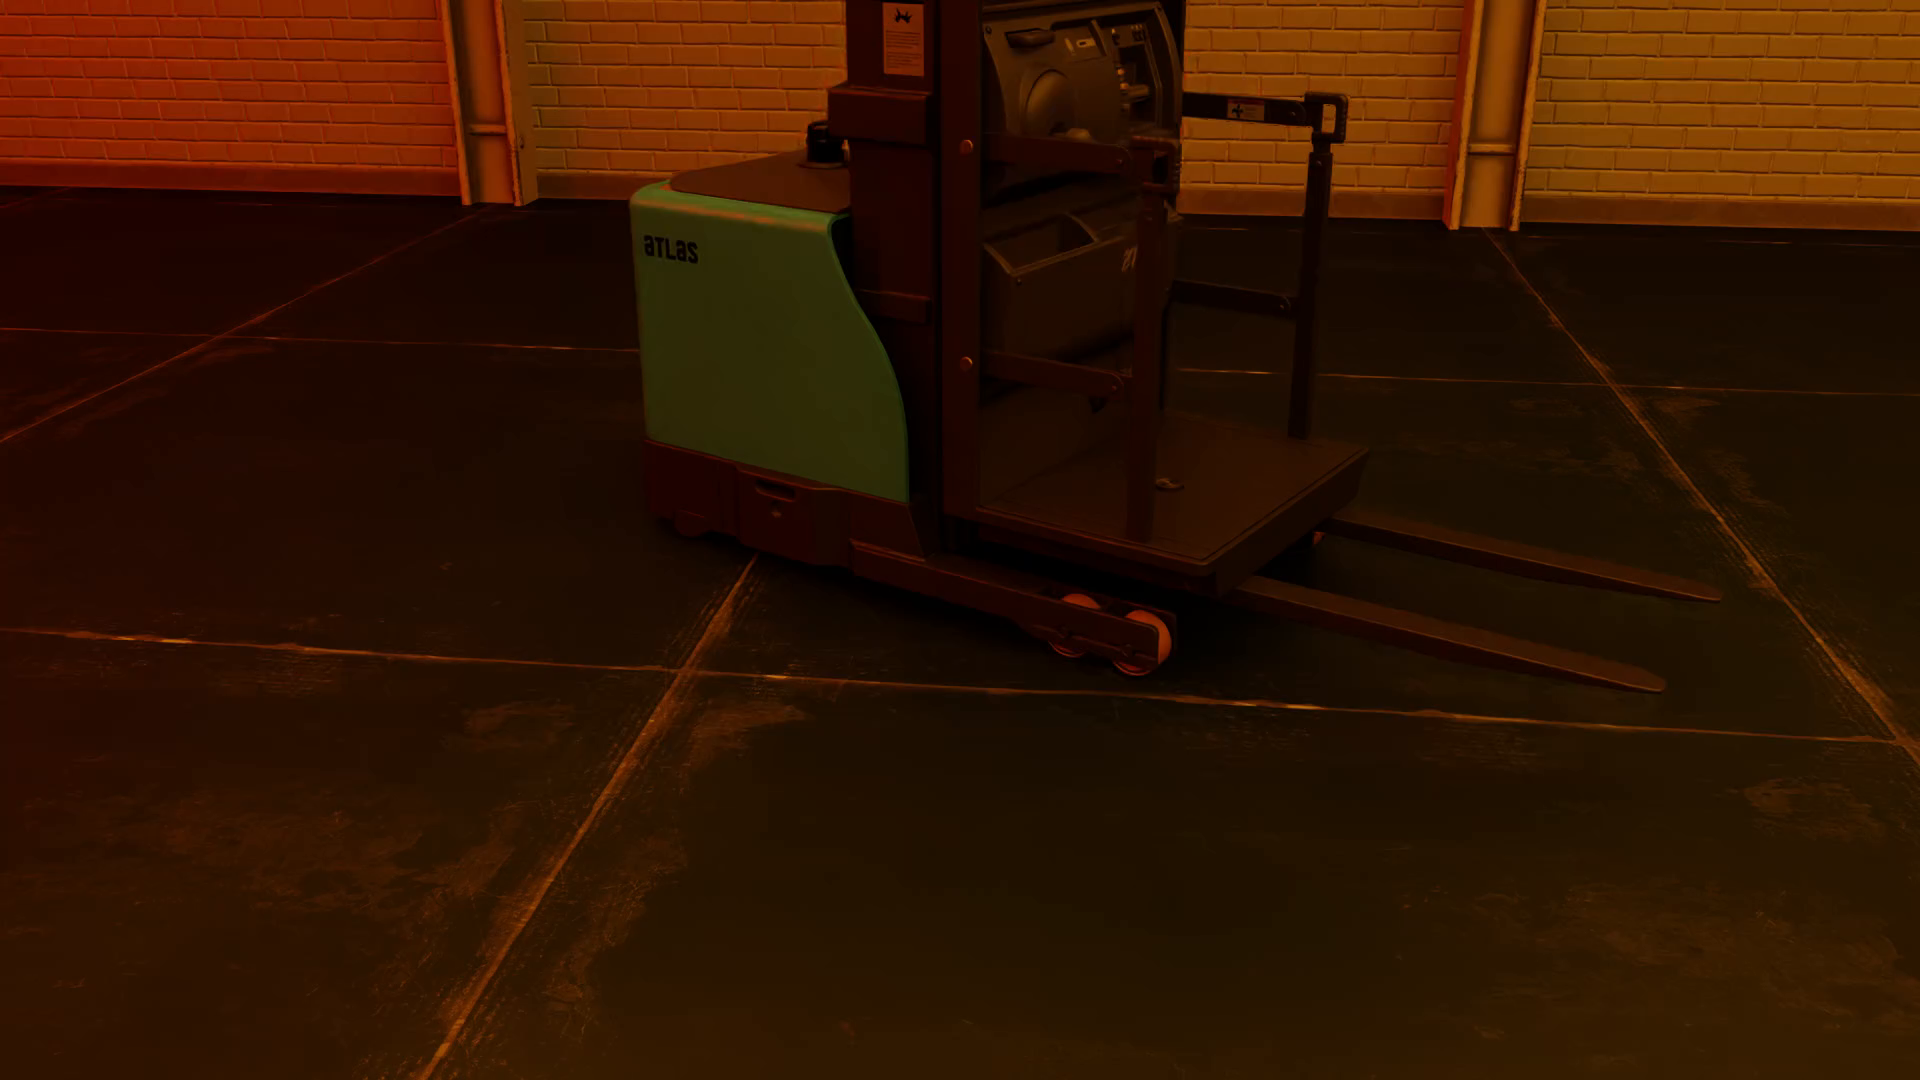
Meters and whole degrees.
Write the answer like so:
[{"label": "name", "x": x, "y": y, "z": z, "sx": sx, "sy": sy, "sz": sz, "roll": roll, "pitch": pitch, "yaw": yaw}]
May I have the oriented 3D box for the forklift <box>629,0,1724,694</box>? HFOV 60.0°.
[{"label": "forklift", "x": 0.513, "y": -1.234, "z": 4.317, "sx": 3.031, "sy": 2.935, "sz": 1.130, "roll": 14, "pitch": 26, "yaw": 32}]
